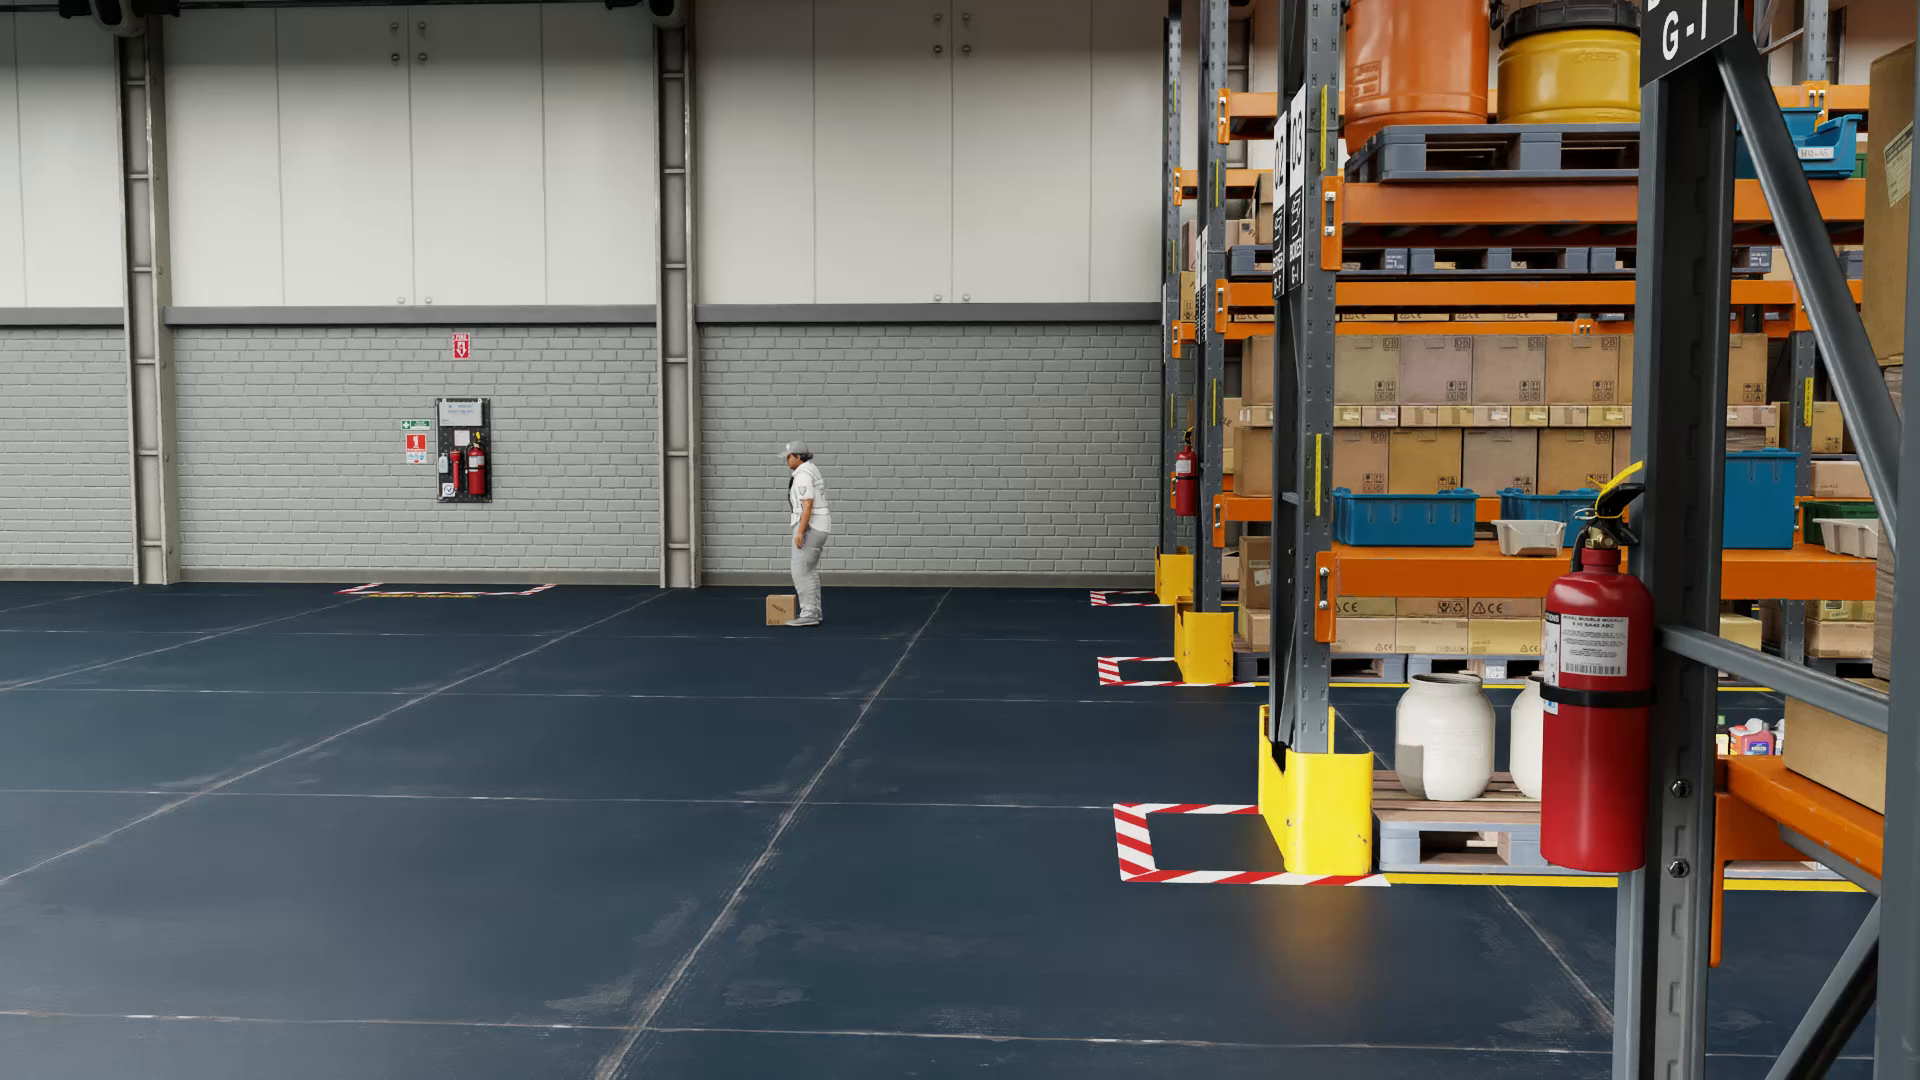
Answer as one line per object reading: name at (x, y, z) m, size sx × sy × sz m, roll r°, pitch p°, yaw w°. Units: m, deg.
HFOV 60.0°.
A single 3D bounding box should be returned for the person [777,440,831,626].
person at (-1.405, -0.069, 15.019) m, size 0.473 × 1.666 × 0.549 m, roll 0°, pitch 4°, yaw 3°
